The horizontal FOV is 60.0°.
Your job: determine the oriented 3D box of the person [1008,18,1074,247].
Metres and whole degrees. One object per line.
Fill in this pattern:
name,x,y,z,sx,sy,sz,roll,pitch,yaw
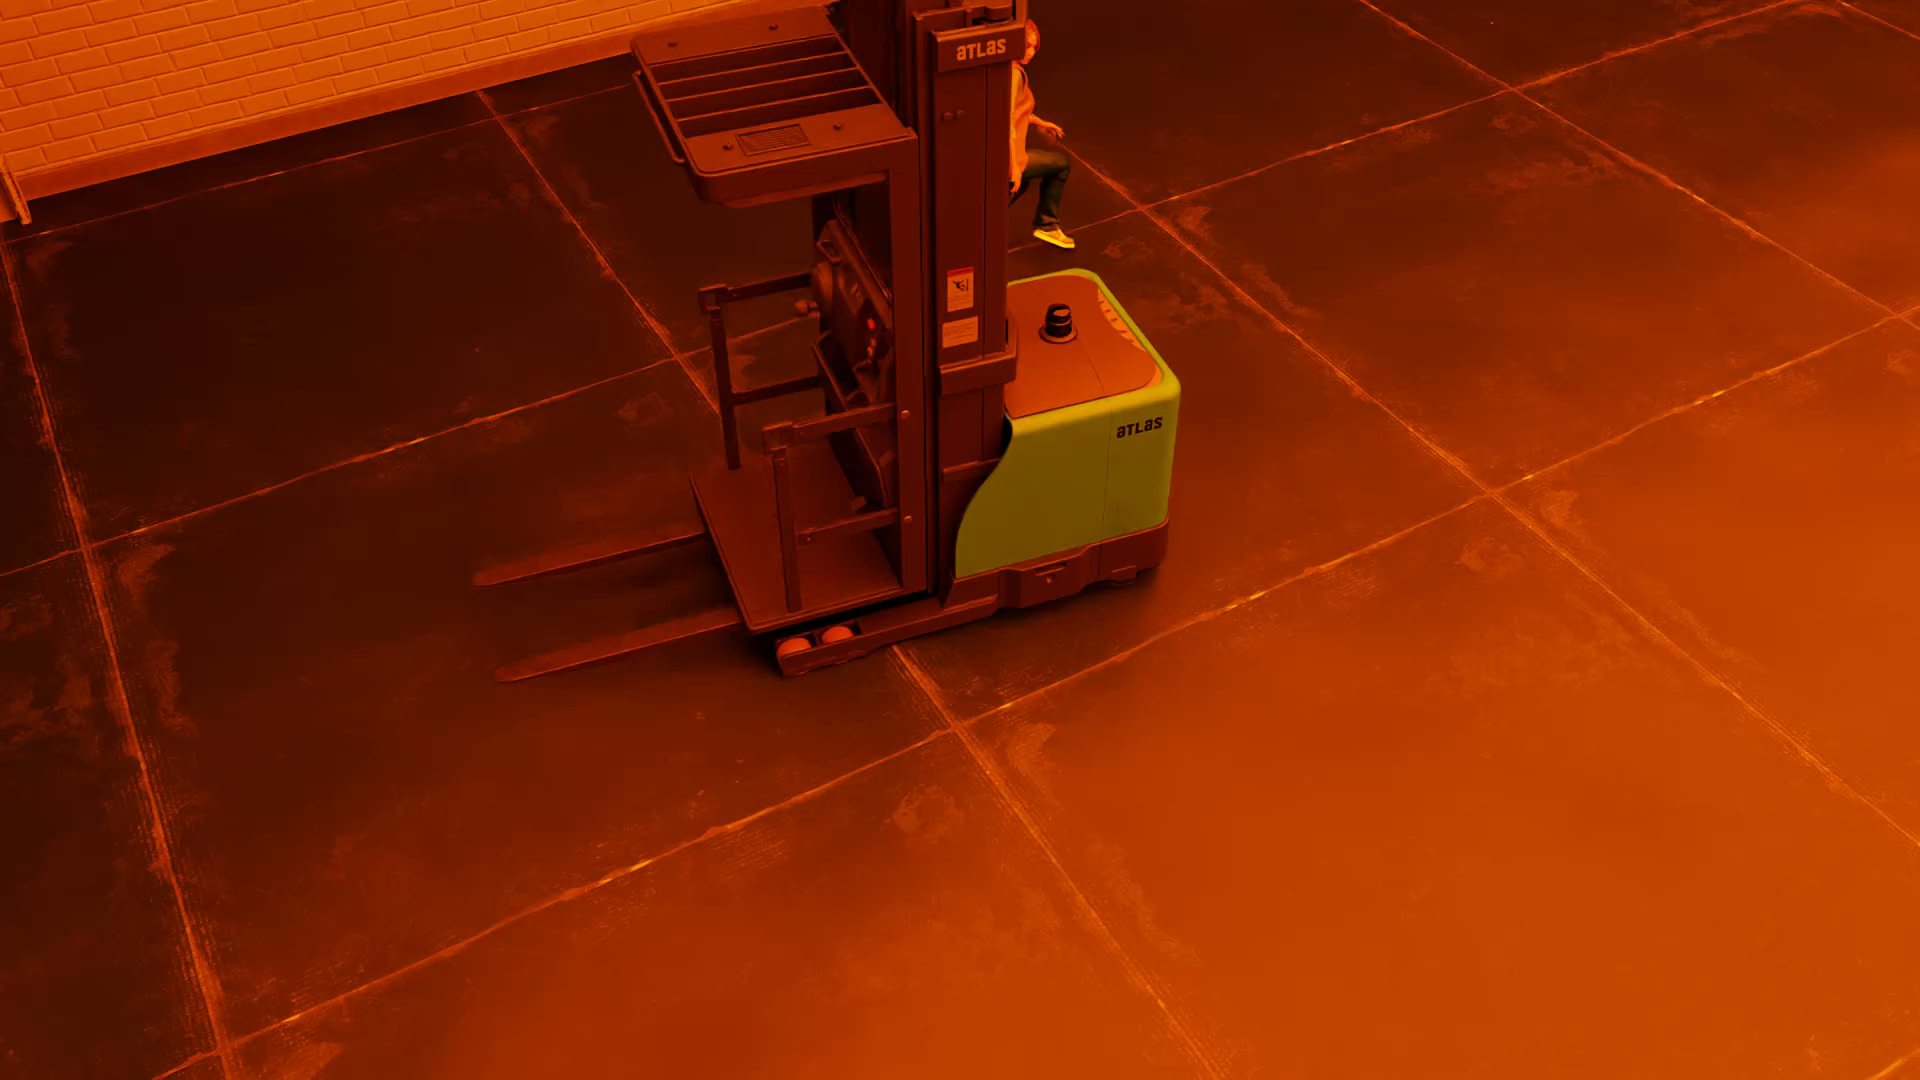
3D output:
person,0.372,-2.166,9.188,0.654,1.398,0.642,-22,47,-22

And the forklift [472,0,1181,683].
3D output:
forklift,-0.623,-0.896,6.664,3.031,2.935,1.130,-14,45,-15
